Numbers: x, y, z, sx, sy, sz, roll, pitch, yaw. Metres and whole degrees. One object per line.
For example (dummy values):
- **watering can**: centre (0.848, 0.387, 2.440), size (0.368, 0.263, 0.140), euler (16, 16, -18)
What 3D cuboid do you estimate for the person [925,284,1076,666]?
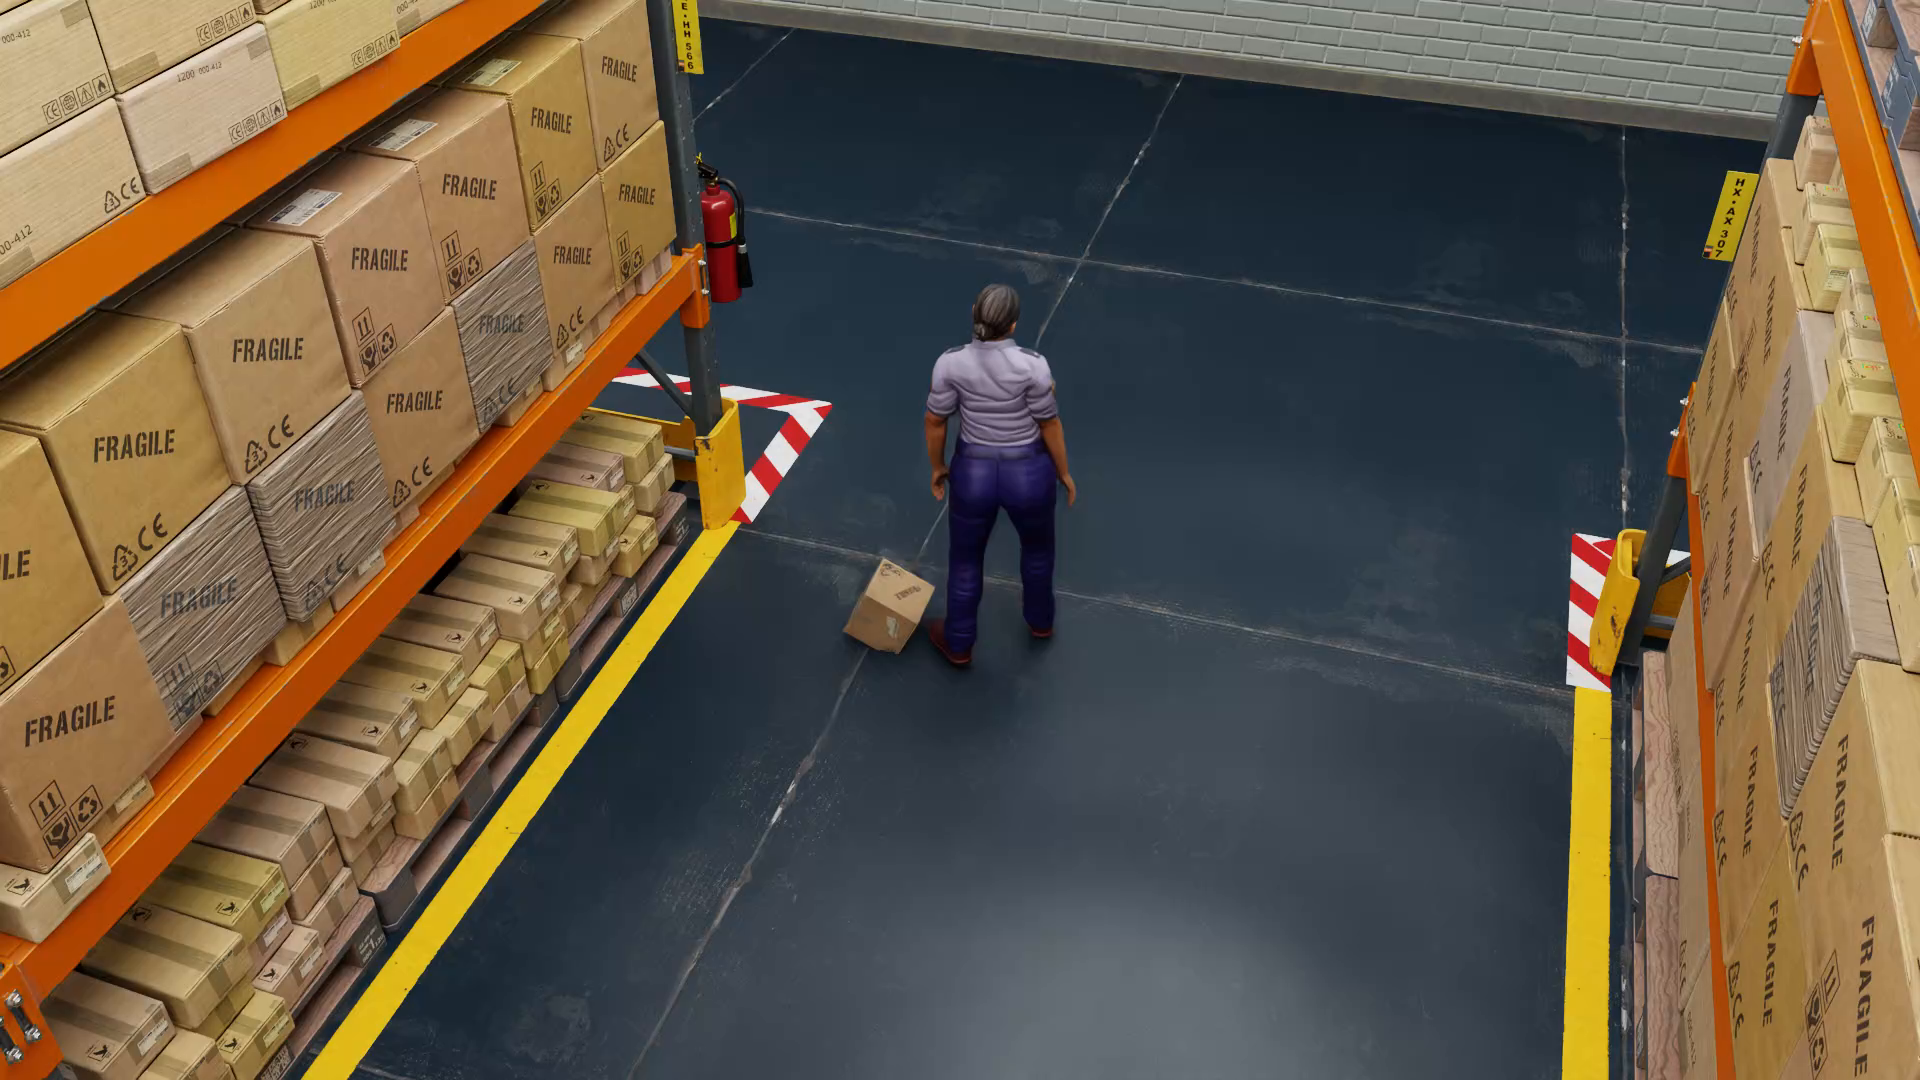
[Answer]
- **person**: centre (0.165, -0.268, 6.475), size (0.588, 1.652, 0.498), euler (5, 38, 7)
